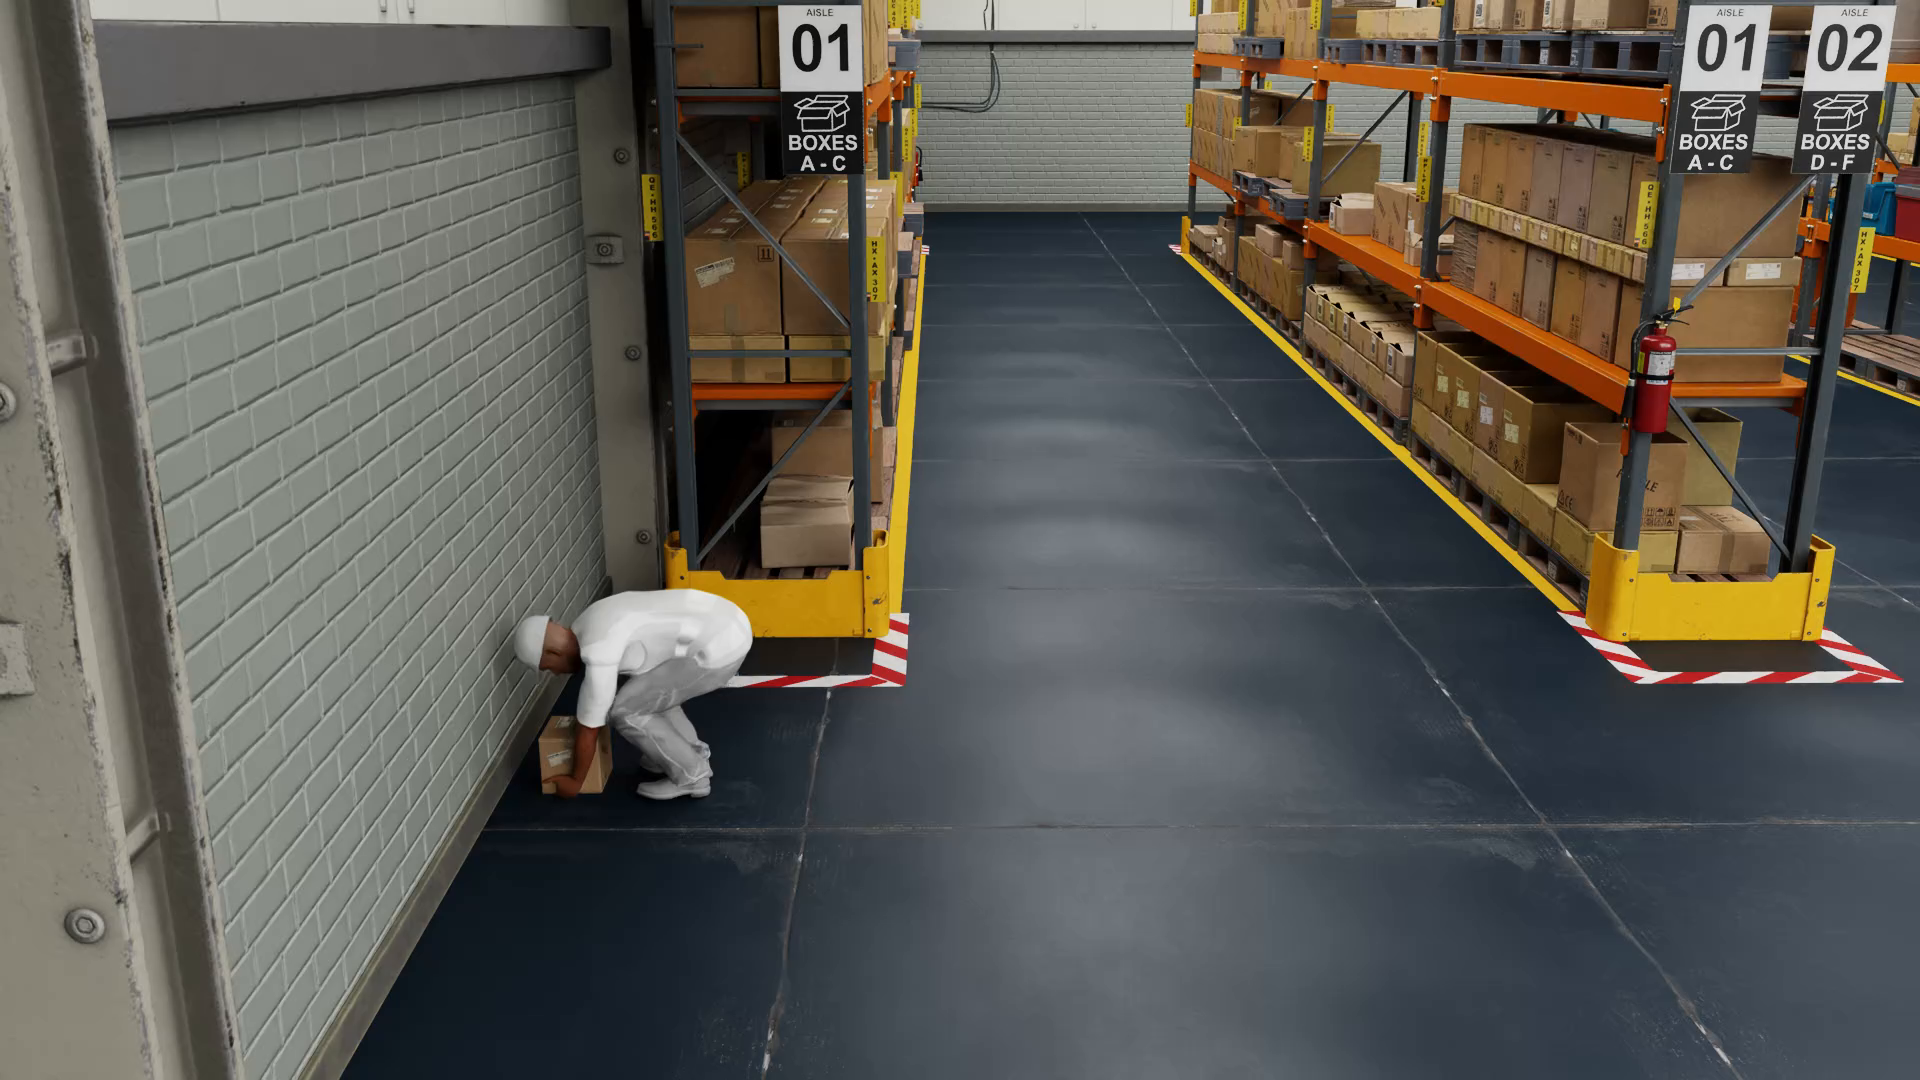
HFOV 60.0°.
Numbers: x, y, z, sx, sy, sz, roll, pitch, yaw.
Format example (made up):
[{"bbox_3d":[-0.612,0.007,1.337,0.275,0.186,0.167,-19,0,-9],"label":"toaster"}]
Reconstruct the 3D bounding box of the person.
[{"bbox_3d":[-1.359,0.646,6.997,0.980,0.864,0.510,-1,17,-3],"label":"person"}]
